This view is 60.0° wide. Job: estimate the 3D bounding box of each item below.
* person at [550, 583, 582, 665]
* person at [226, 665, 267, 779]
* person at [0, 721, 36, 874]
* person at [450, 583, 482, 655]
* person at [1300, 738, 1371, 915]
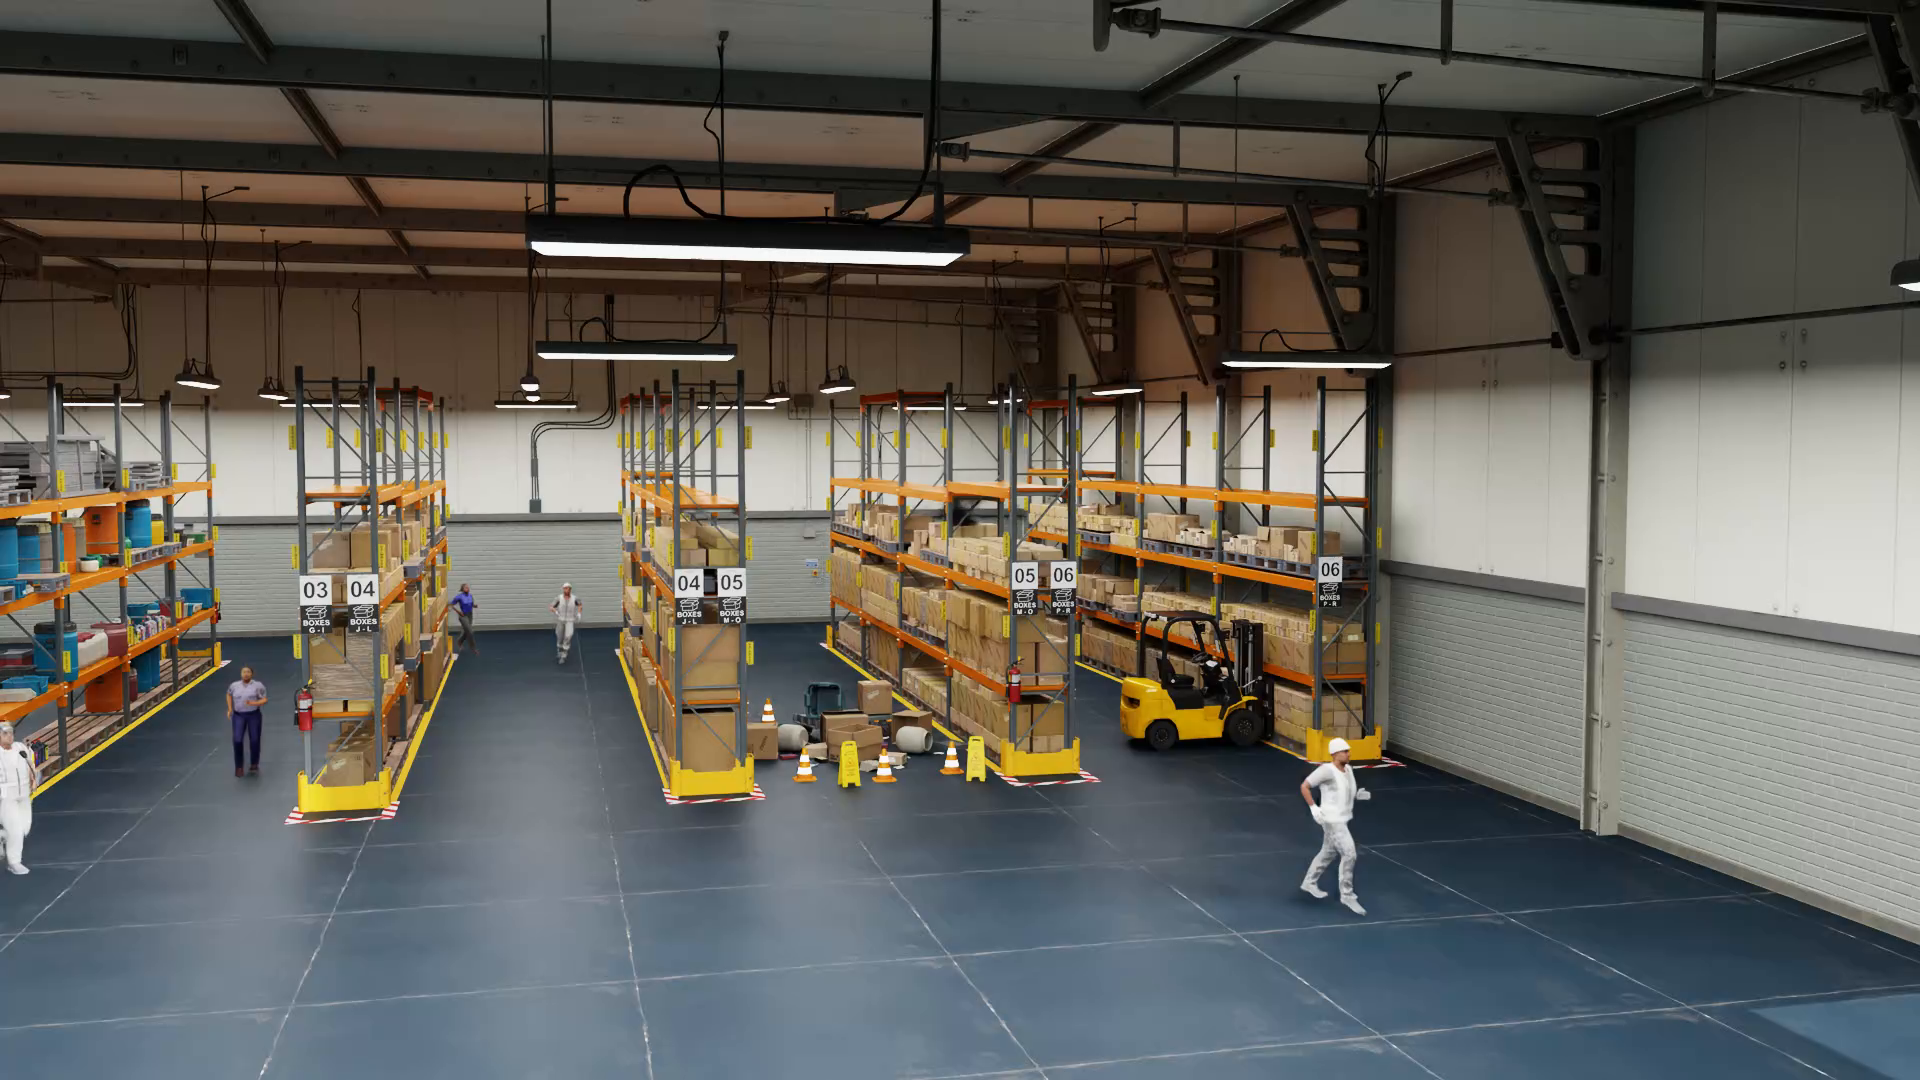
[{"bbox_3d":[-8.909,1.867,37.580,0.701,1.811,0.873,0,3,-8],"label":"person"},{"bbox_3d":[-10.643,2.717,24.819,0.575,1.674,0.699,-1,4,-20],"label":"person"},{"bbox_3d":[-11.102,2.976,19.383,0.698,1.770,0.657,2,4,26],"label":"person"},{"bbox_3d":[-11.624,1.853,39.002,0.848,1.683,0.589,2,4,25],"label":"person"},{"bbox_3d":[4.025,3.037,17.841,0.790,1.836,0.690,2,4,33],"label":"person"}]
